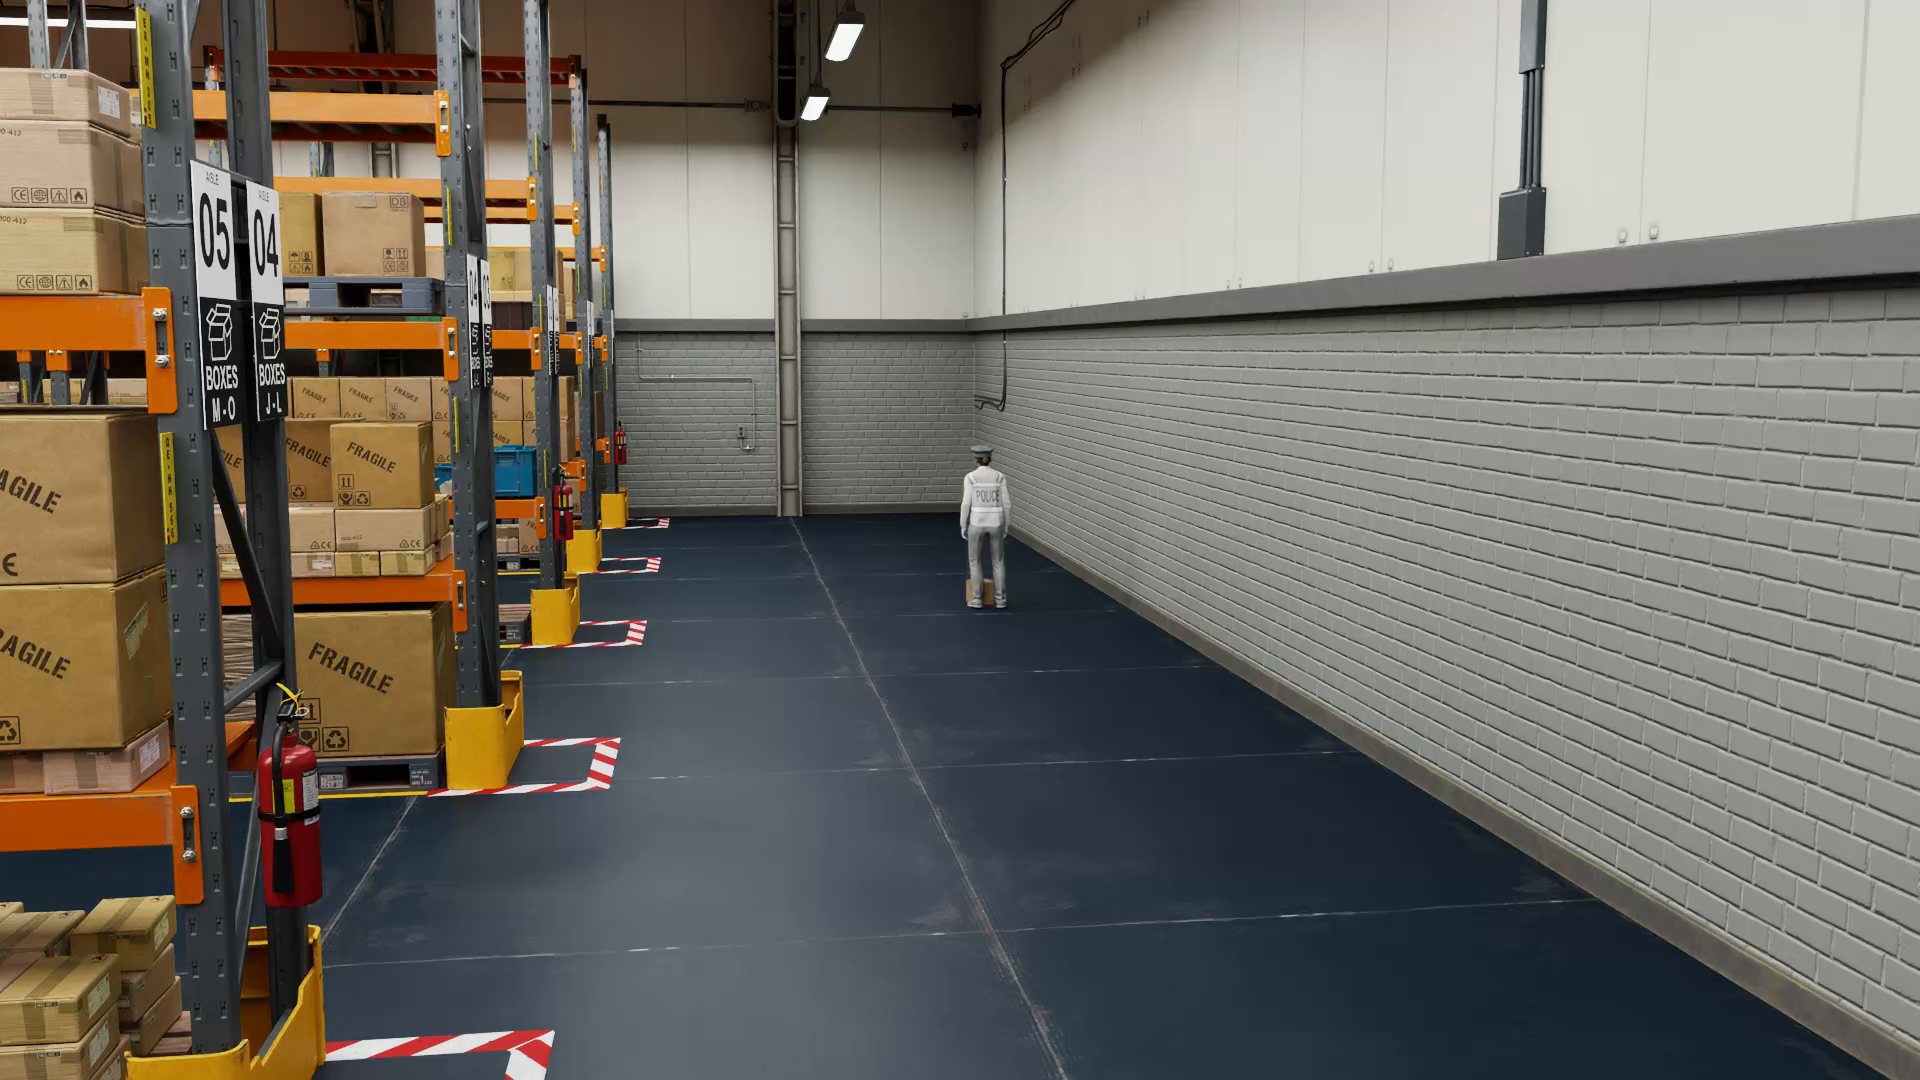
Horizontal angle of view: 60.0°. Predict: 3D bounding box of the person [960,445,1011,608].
[{"bbox_3d":[0.252,-0.130,16.944,0.517,1.663,0.412,-1,7,-11],"label":"person"}]
